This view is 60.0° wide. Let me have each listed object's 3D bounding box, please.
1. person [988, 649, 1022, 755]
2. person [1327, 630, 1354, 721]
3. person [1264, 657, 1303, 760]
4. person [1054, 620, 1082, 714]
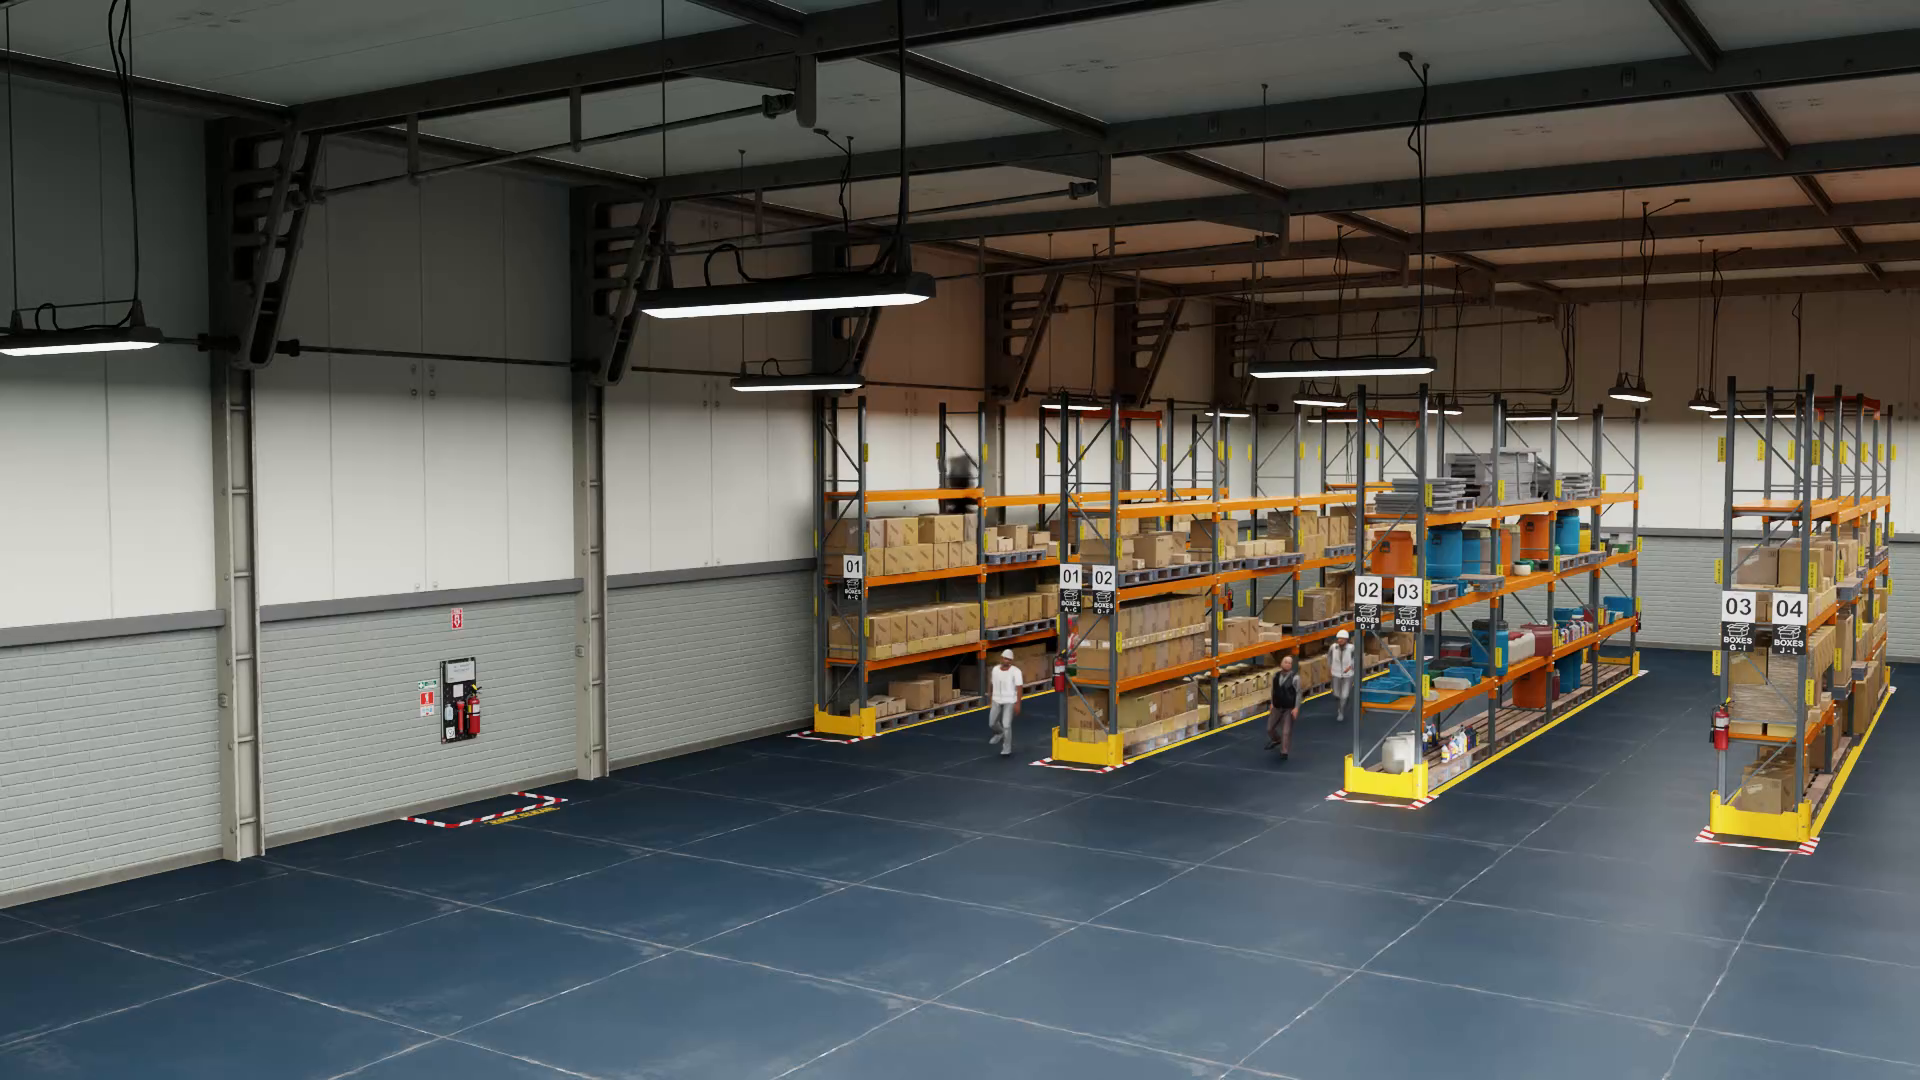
[{"bbox_3d":[0.756,2.662,27.531,0.677,1.742,0.551,1,3,24],"label":"person"},{"bbox_3d":[7.162,2.522,31.077,0.627,1.704,0.696,1,3,15],"label":"person"},{"bbox_3d":[5.275,2.731,27.149,0.757,1.686,0.555,2,4,38],"label":"person"},{"bbox_3d":[2.089,2.404,31.916,0.656,1.769,0.989,1,3,24],"label":"person"}]
